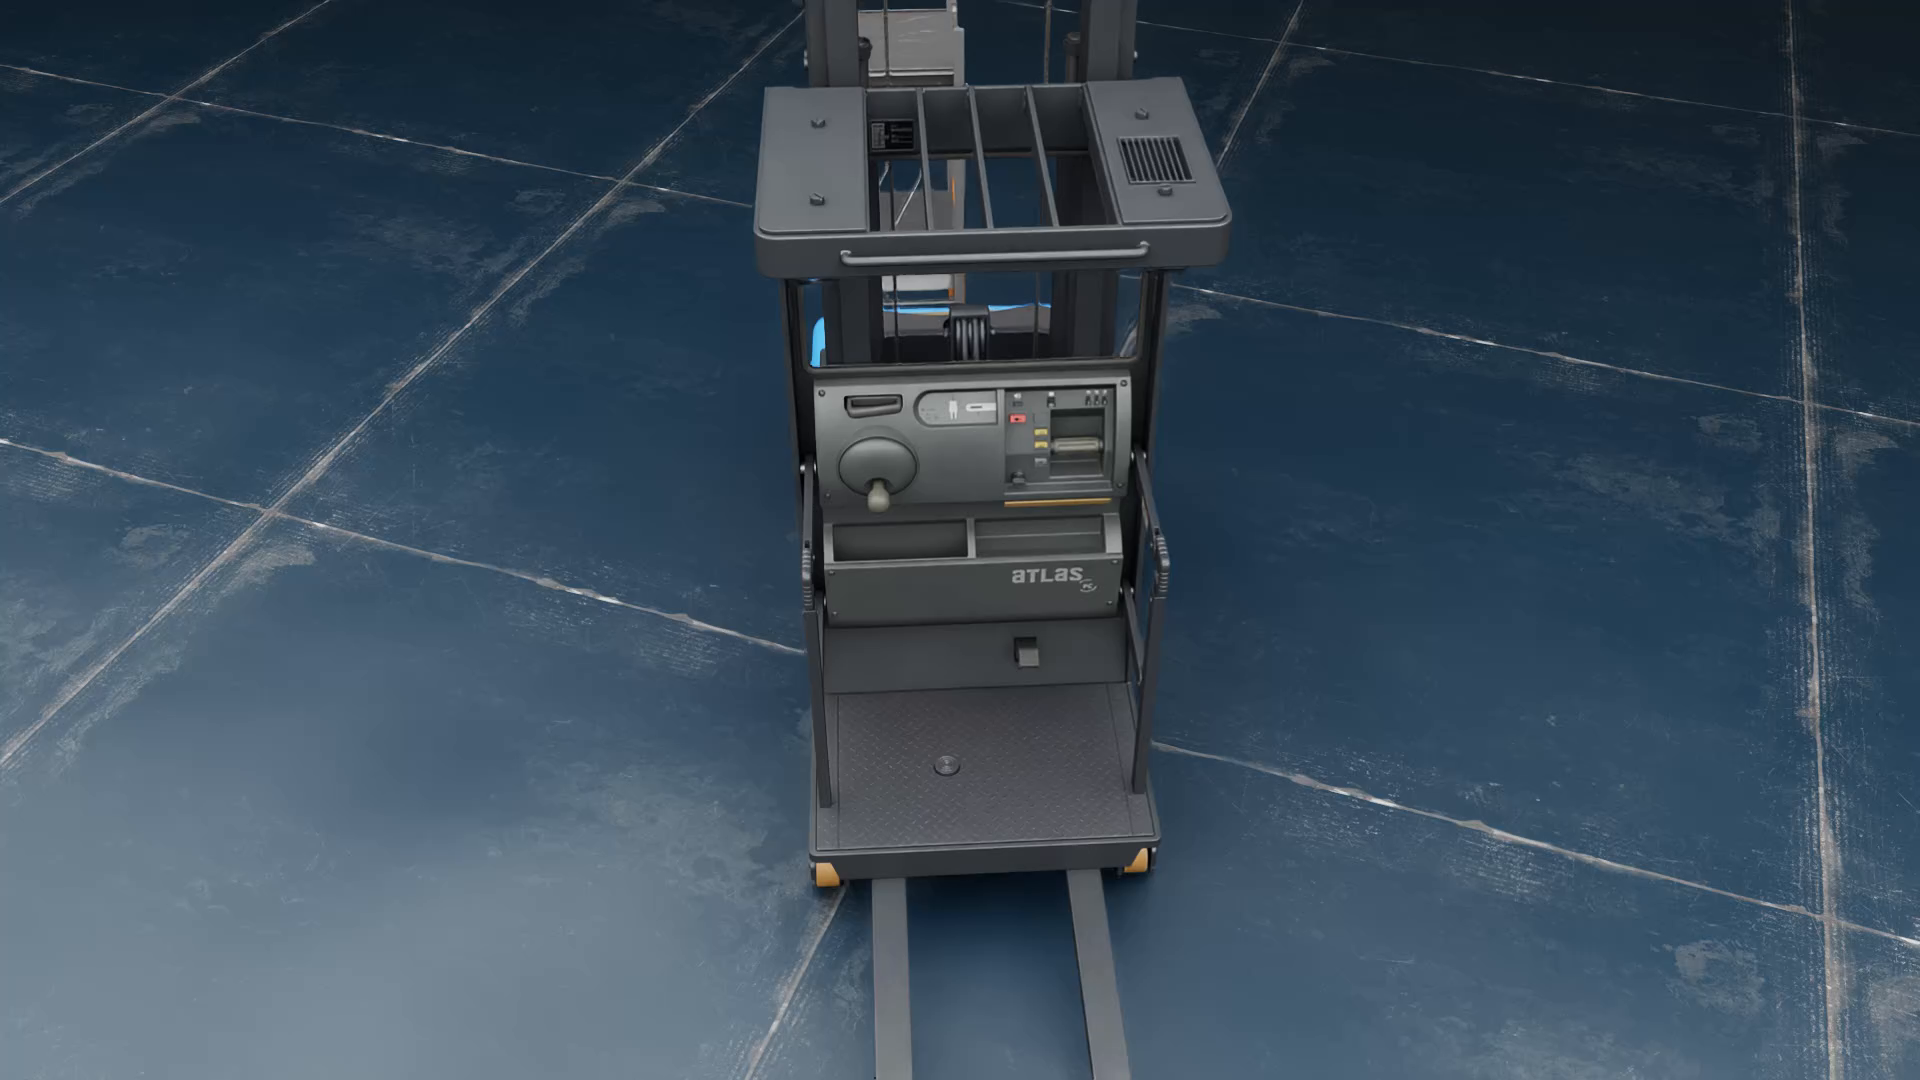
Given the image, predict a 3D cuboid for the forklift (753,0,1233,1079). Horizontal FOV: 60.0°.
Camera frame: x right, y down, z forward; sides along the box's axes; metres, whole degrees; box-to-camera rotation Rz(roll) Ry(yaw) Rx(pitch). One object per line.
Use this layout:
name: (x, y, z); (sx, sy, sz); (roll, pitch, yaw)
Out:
forklift: (0.055, -0.209, 4.737); (1.130, 2.935, 3.031); (-2, 41, -2)

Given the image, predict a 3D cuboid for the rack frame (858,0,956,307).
rack frame: (-0.215, -1.198, 6.537); (0.400, 2.100, 0.015); (-2, 41, -2)

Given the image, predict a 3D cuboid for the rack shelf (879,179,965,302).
rack shelf: (-0.201, -1.030, 6.360); (0.431, 0.518, 0.480); (-2, 41, -2)

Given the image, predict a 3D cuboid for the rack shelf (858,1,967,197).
rack shelf: (-0.201, -1.562, 5.906); (0.431, 0.518, 0.480); (-2, 41, -2)

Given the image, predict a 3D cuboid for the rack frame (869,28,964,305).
rack frame: (-0.187, -0.882, 6.166); (0.400, 2.100, 0.015); (-2, 41, -2)

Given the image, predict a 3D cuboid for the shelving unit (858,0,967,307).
shelving unit: (-0.201, -1.040, 6.351); (0.431, 2.100, 0.503); (-2, 41, -2)
